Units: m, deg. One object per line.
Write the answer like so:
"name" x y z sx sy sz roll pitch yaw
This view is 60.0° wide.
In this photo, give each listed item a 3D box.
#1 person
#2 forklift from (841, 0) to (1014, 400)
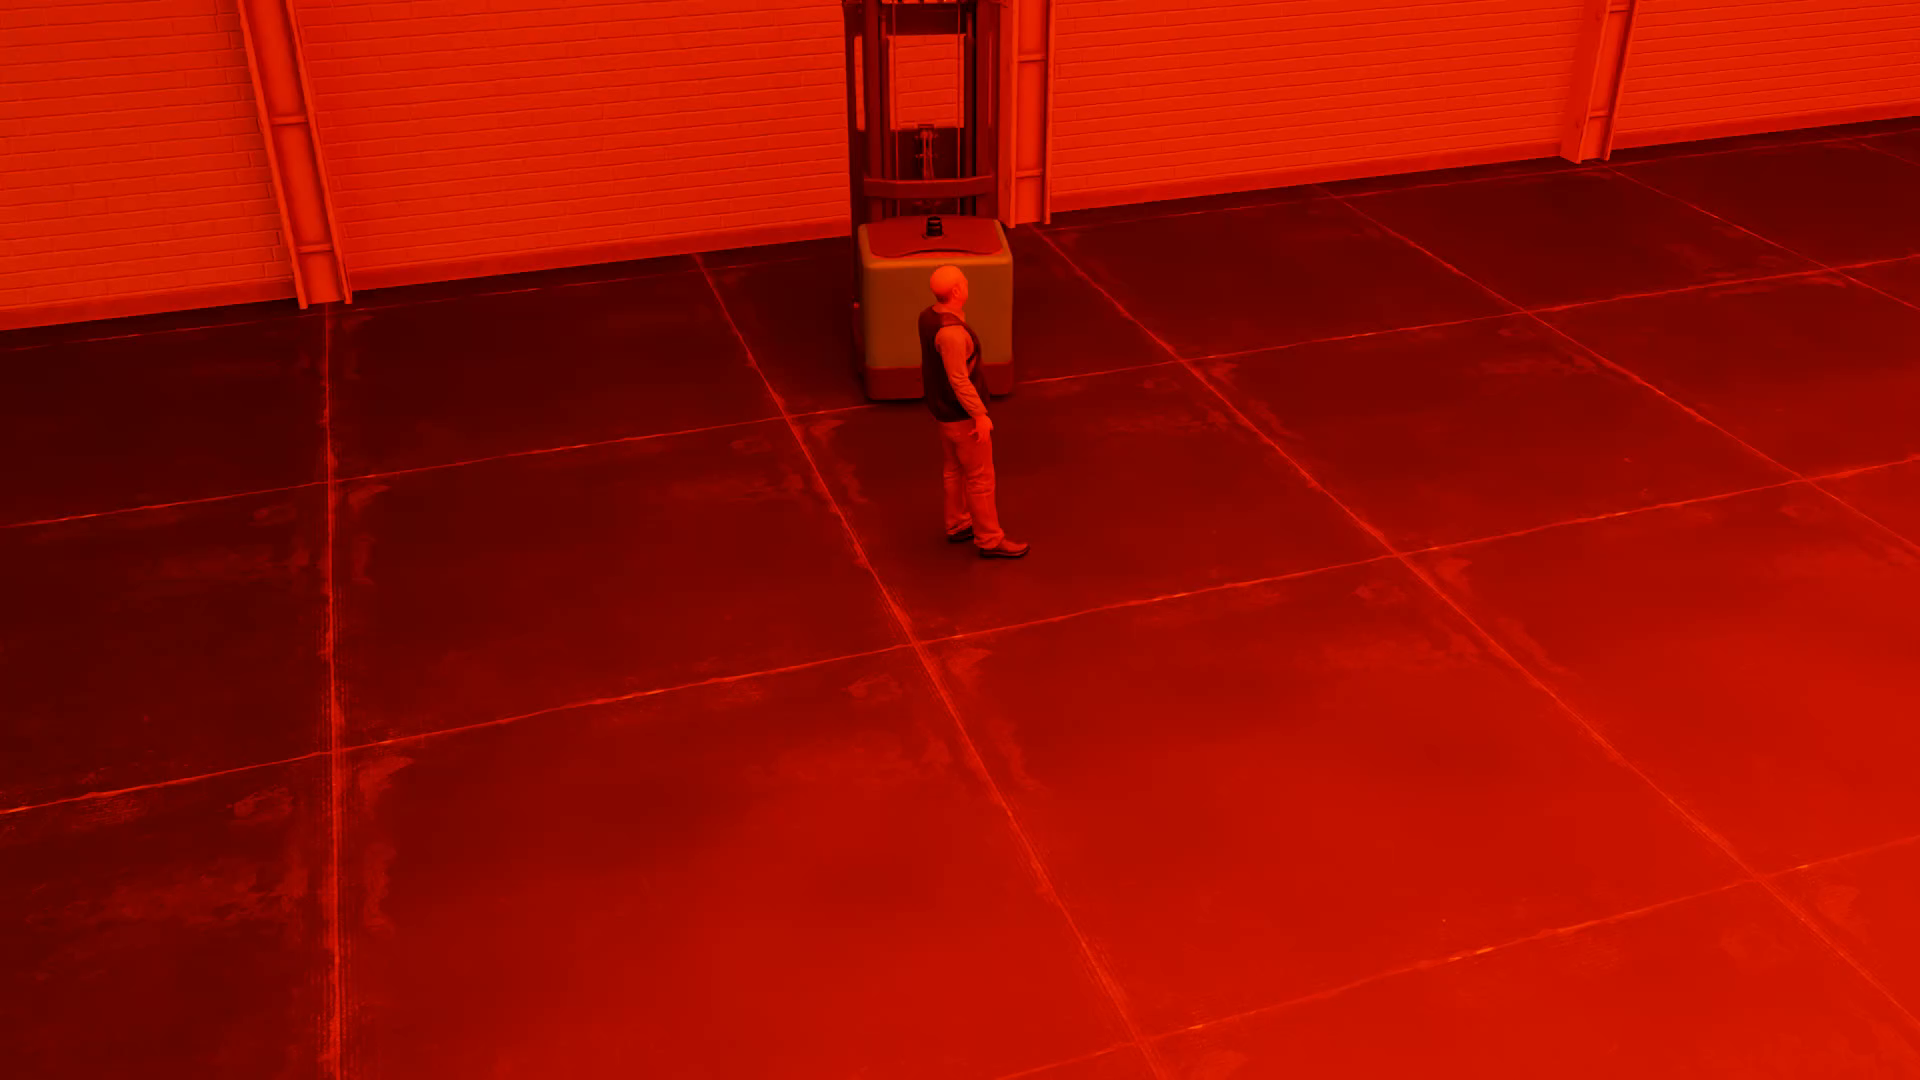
"person" 0.062 -0.759 9.604 0.566 1.722 0.634 -10 31 -16
"forklift" -0.287 -2.956 12.224 1.130 2.935 3.031 -3 30 -5
